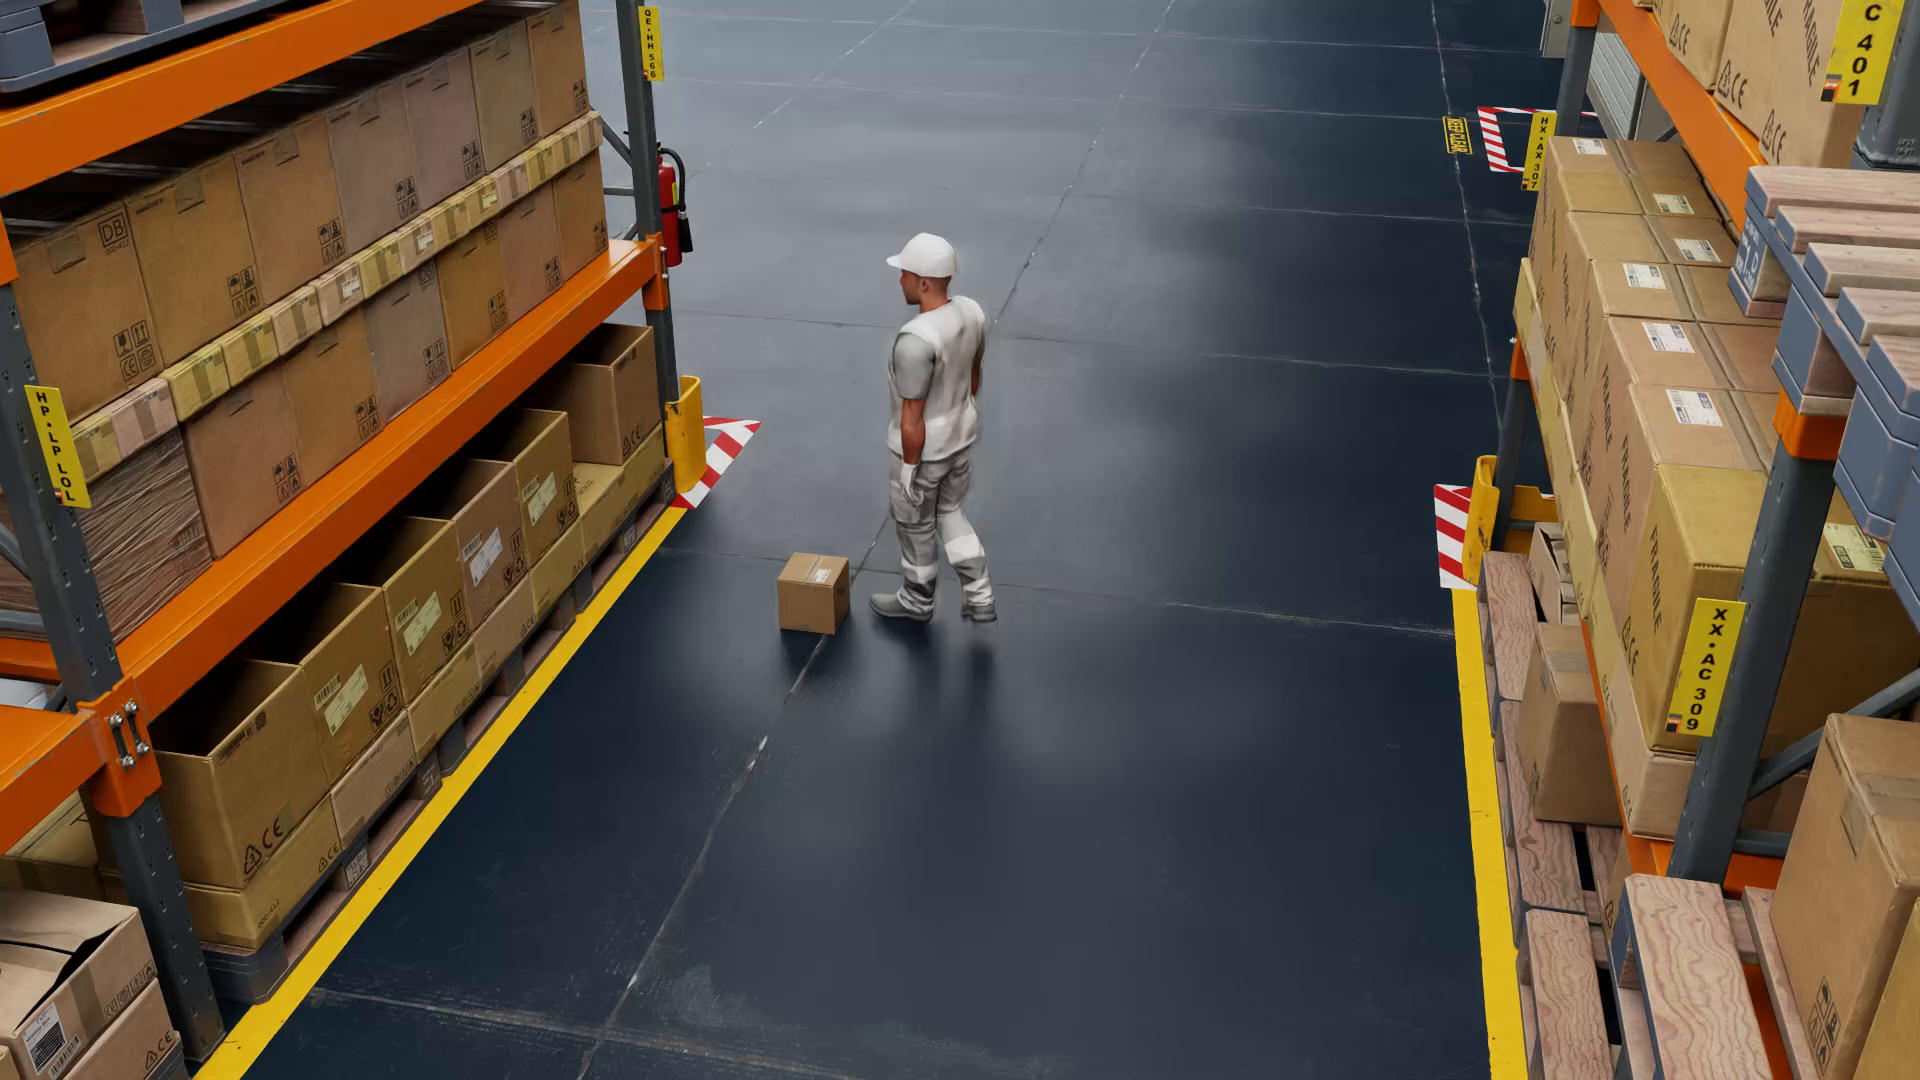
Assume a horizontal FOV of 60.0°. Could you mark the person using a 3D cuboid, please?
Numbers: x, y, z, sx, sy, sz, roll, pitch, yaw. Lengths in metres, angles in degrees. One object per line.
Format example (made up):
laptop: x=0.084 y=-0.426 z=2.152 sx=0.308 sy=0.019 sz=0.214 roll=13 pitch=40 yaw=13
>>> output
person: x=-0.112 y=-0.409 z=6.825 sx=0.656 sy=1.781 sz=0.618 roll=20 pitch=35 yaw=33
